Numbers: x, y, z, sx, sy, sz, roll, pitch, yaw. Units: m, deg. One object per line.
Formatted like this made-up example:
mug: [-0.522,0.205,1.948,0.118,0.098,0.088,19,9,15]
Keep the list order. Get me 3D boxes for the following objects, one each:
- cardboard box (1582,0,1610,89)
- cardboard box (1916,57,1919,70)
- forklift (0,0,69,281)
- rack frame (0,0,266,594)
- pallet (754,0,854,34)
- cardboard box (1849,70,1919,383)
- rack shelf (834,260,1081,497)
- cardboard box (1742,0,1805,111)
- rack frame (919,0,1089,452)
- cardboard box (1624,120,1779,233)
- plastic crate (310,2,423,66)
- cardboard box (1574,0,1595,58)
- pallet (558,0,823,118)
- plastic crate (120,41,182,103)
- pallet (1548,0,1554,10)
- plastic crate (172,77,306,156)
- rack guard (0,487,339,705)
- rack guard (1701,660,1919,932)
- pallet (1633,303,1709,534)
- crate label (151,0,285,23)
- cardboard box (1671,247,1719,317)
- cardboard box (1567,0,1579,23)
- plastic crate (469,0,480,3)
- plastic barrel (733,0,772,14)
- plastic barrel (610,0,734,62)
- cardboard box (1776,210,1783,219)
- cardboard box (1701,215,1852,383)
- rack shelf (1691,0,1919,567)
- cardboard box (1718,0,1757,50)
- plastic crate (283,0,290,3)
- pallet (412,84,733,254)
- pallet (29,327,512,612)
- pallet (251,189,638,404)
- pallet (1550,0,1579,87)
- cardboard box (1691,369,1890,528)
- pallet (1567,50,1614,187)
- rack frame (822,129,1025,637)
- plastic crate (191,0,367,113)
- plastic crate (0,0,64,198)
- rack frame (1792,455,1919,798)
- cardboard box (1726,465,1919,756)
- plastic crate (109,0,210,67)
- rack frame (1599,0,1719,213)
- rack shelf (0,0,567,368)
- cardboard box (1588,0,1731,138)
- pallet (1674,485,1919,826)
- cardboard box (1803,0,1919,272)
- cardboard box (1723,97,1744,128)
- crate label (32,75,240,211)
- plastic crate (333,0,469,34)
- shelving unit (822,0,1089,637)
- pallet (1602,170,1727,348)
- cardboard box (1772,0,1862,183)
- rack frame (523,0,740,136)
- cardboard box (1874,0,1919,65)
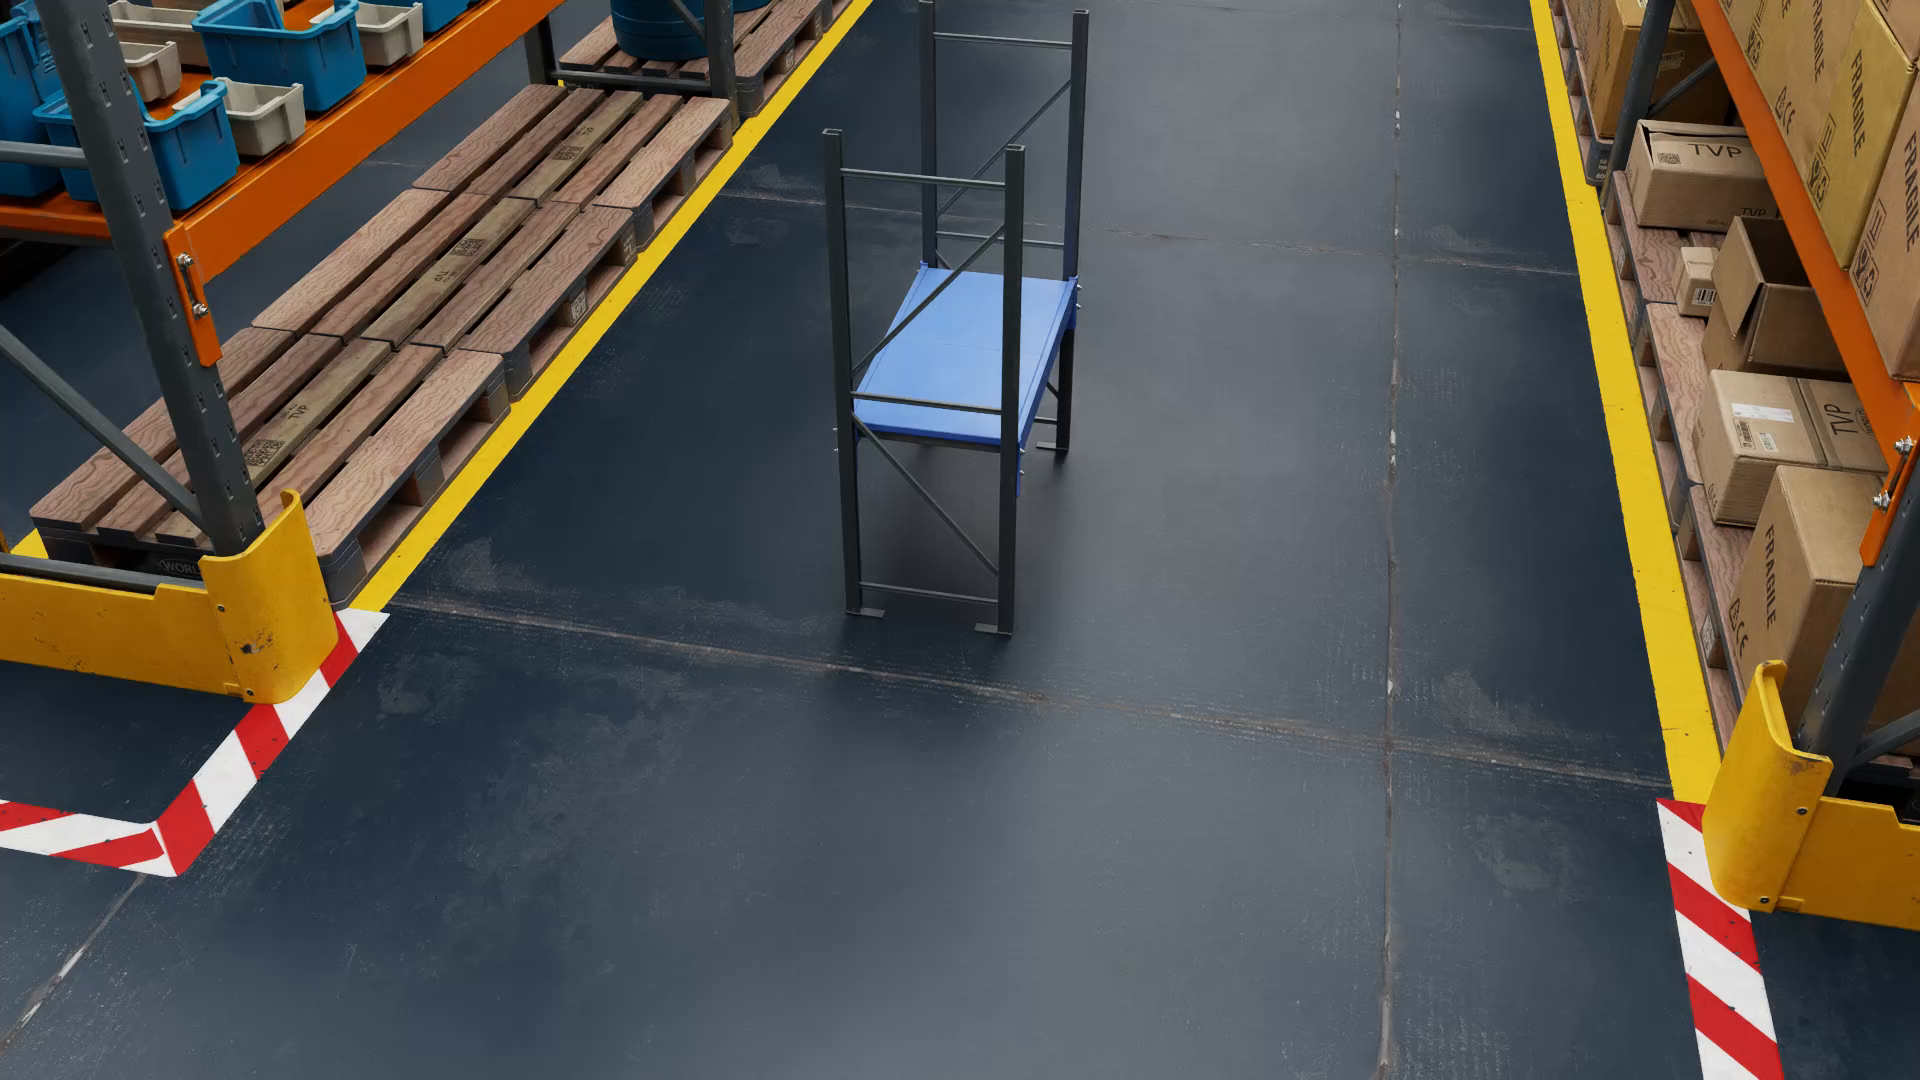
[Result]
cardboard box: [3.220,-2.373,7.724,0.500,0.500,0.500,7,37,10]
cardboard box: [2.253,-1.048,3.202,0.500,0.500,0.500,7,37,10]
forklift: [-4.252,-2.377,6.032,1.130,2.935,3.031,7,36,9]
rack frame: [-2.411,-0.936,3.985,1.000,3.000,0.127,7,37,10]
pallet: [-1.093,-3.239,9.539,1.003,0.211,1.213,7,37,10]
cardboard box: [2.257,-0.644,3.498,0.500,0.500,0.500,8,37,11]
rack shelf: [0.018,-0.511,4.983,0.538,0.185,1.000,7,37,10]
cardboard box: [2.584,-1.516,4.701,0.500,0.500,0.500,7,36,9]
rack frame: [0.127,-0.948,5.279,0.500,1.500,0.032,7,37,10]
cardboard box: [2.980,-1.482,6.655,0.500,0.311,0.500,7,37,10]
plastic crate: [-1.743,-1.516,4.959,0.250,0.136,0.298,7,37,10]
cardboard box: [3.328,-2.661,8.120,0.500,0.500,0.500,8,37,11]
pallet: [-1.351,-2.537,8.571,1.003,0.211,1.213,7,37,10]
plastic crate: [-2.414,-1.344,4.721,0.396,0.136,0.243,7,37,10]
pallet: [3.939,-3.347,9.688,1.003,0.211,1.213,7,37,10]
plastic crate: [-1.888,-1.127,4.423,0.250,0.136,0.298,7,37,10]
rack guard: [-2.404,0.092,4.697,1.175,0.500,0.348,7,37,10]
rack guard: [2.443,0.656,3.919,1.175,0.500,0.348,7,37,10]
pallet: [2.875,-0.382,5.597,1.003,0.211,1.213,7,37,10]
crate label: [-2.302,-1.671,5.173,0.396,0.136,0.243,7,37,10]
cardboard box: [2.805,-0.926,6.011,0.380,0.166,0.250,7,37,10]
cardboard box: [3.434,-2.952,8.523,0.500,0.500,0.500,6,36,8]
plastic crate: [-1.692,-1.920,5.434,0.416,0.233,0.300,7,37,10]
plastic barrel: [-1.273,-3.265,8.629,0.600,0.901,0.708,7,37,10]
plastic barrel: [-1.424,-2.859,8.069,0.600,0.901,0.708,7,37,10]
cardboard box: [3.437,-1.410,6.394,0.500,0.500,0.500,7,37,10]
cardboard box: [2.885,-0.696,5.406,0.797,0.503,0.637,7,37,10]
rack shelf: [2.854,-1.168,4.919,1.077,0.370,4.000,7,37,10]
cardboard box: [2.691,-1.808,5.103,0.500,0.500,0.500,7,37,10]
plastic crate: [-2.257,-1.843,5.410,0.298,0.136,0.250,7,37,10]
pallet: [-1.676,-1.674,7.379,1.003,0.211,1.213,7,37,10]
pallet: [-2.197,-0.275,5.449,1.003,0.211,1.213,7,37,10]
pallet: [-1.935,-0.972,6.411,1.003,0.211,1.213,7,37,10]
pallet: [3.676,-2.649,8.726,1.003,0.211,1.213,7,37,10]
cardboard box: [2.535,-0.261,5.022,0.500,0.250,0.500,7,37,10]
pallet: [3.418,-1.948,7.758,1.003,0.211,1.213,7,37,10]
rack frame: [-0.090,-0.365,4.475,0.500,1.500,0.032,7,37,10]
plastic crate: [-1.896,-1.370,4.676,0.416,0.233,0.300,7,37,10]
plastic crate: [-2.522,-1.190,4.254,0.616,0.435,0.499,7,37,10]
rack frame: [2.427,-0.313,3.126,1.000,3.000,0.127,7,37,10]
cardboard box: [2.302,0.179,4.203,0.500,0.500,0.500,7,37,10]
plastic crate: [-2.338,-1.508,4.948,0.396,0.136,0.243,7,37,10]
rack frame: [3.281,-2.606,6.290,1.000,3.000,0.127,7,37,10]
rack shelf: [-1.984,-1.791,5.778,1.077,0.370,4.000,7,37,10]
cardboard box: [3.107,-2.091,7.334,0.500,0.500,0.500,7,37,10]
pallet: [2.612,0.316,4.635,1.003,0.211,1.213,7,37,10]
cardboard box: [2.364,-0.942,3.909,0.500,0.500,0.500,8,37,10]
cardboard box: [3.623,-2.019,7.235,0.500,0.500,0.500,6,36,8]
crate label: [-2.037,-0.993,4.155,0.416,0.233,0.303,7,37,10]
plastic crate: [-1.756,-1.747,5.197,0.416,0.233,0.300,7,37,10]
shelving unit: [0.018,-0.656,4.877,0.538,1.500,1.048,7,37,10]
pallet: [3.134,-1.083,6.565,1.003,0.211,1.213,7,37,10]
cardboard box: [2.476,-1.227,4.302,0.500,0.500,0.500,8,37,10]
rack frame: [-1.557,-3.229,7.149,1.000,3.000,0.127,7,37,10]
cardboard box: [2.360,-1.338,3.602,0.500,0.500,0.500,8,37,11]
